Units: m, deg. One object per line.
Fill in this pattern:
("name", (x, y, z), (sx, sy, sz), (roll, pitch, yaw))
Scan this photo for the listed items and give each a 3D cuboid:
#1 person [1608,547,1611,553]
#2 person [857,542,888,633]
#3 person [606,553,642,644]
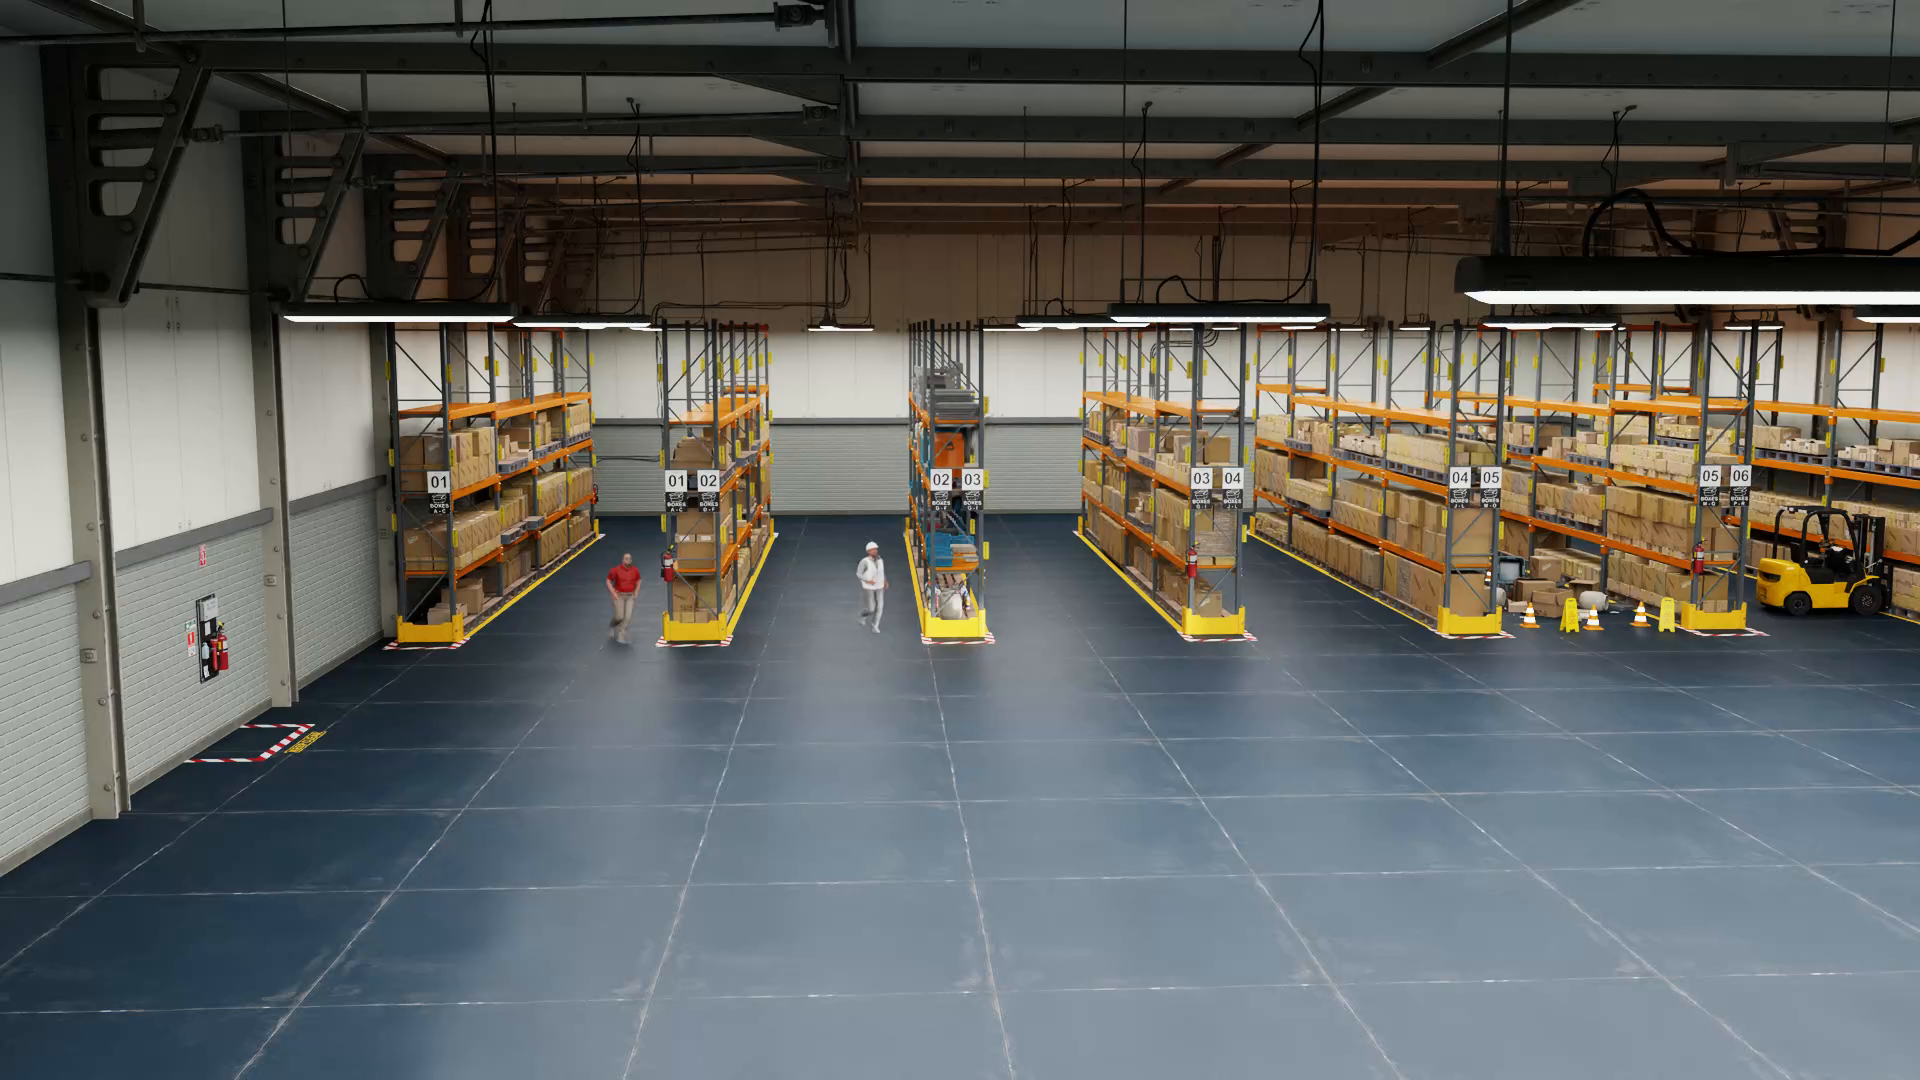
("person", (16.915, -0.414, 42.825), (0.542, 1.697, 0.909), (-2, 7, -17))
("person", (-1.682, 0.901, 31.937), (0.654, 1.730, 0.655), (-5, 9, -34))
("person", (-6.271, 1.078, 31.083), (0.678, 1.693, 0.593), (-4, 8, -32))
